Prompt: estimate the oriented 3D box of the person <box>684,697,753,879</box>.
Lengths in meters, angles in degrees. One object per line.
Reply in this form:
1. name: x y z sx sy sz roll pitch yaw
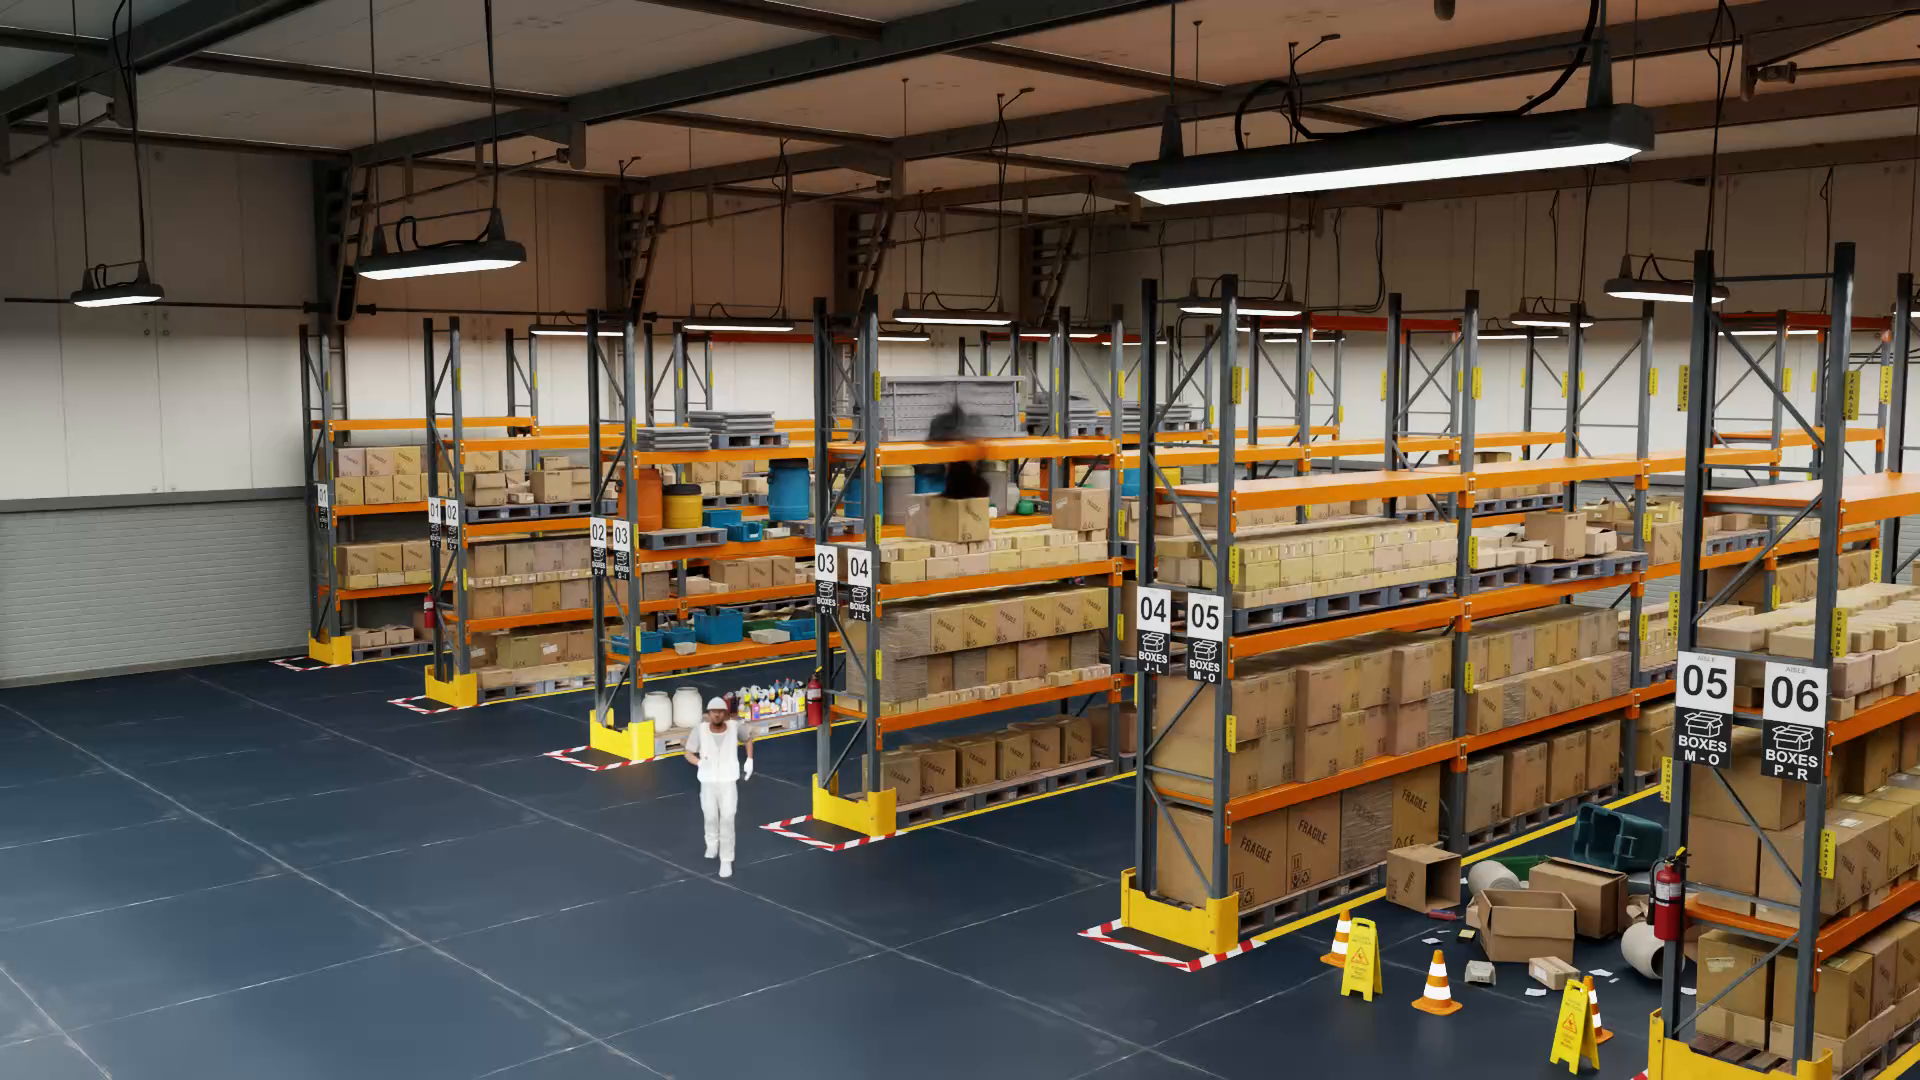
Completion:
1. person: -2.508 2.533 17.318 0.703 1.839 0.827 -1 6 -7
